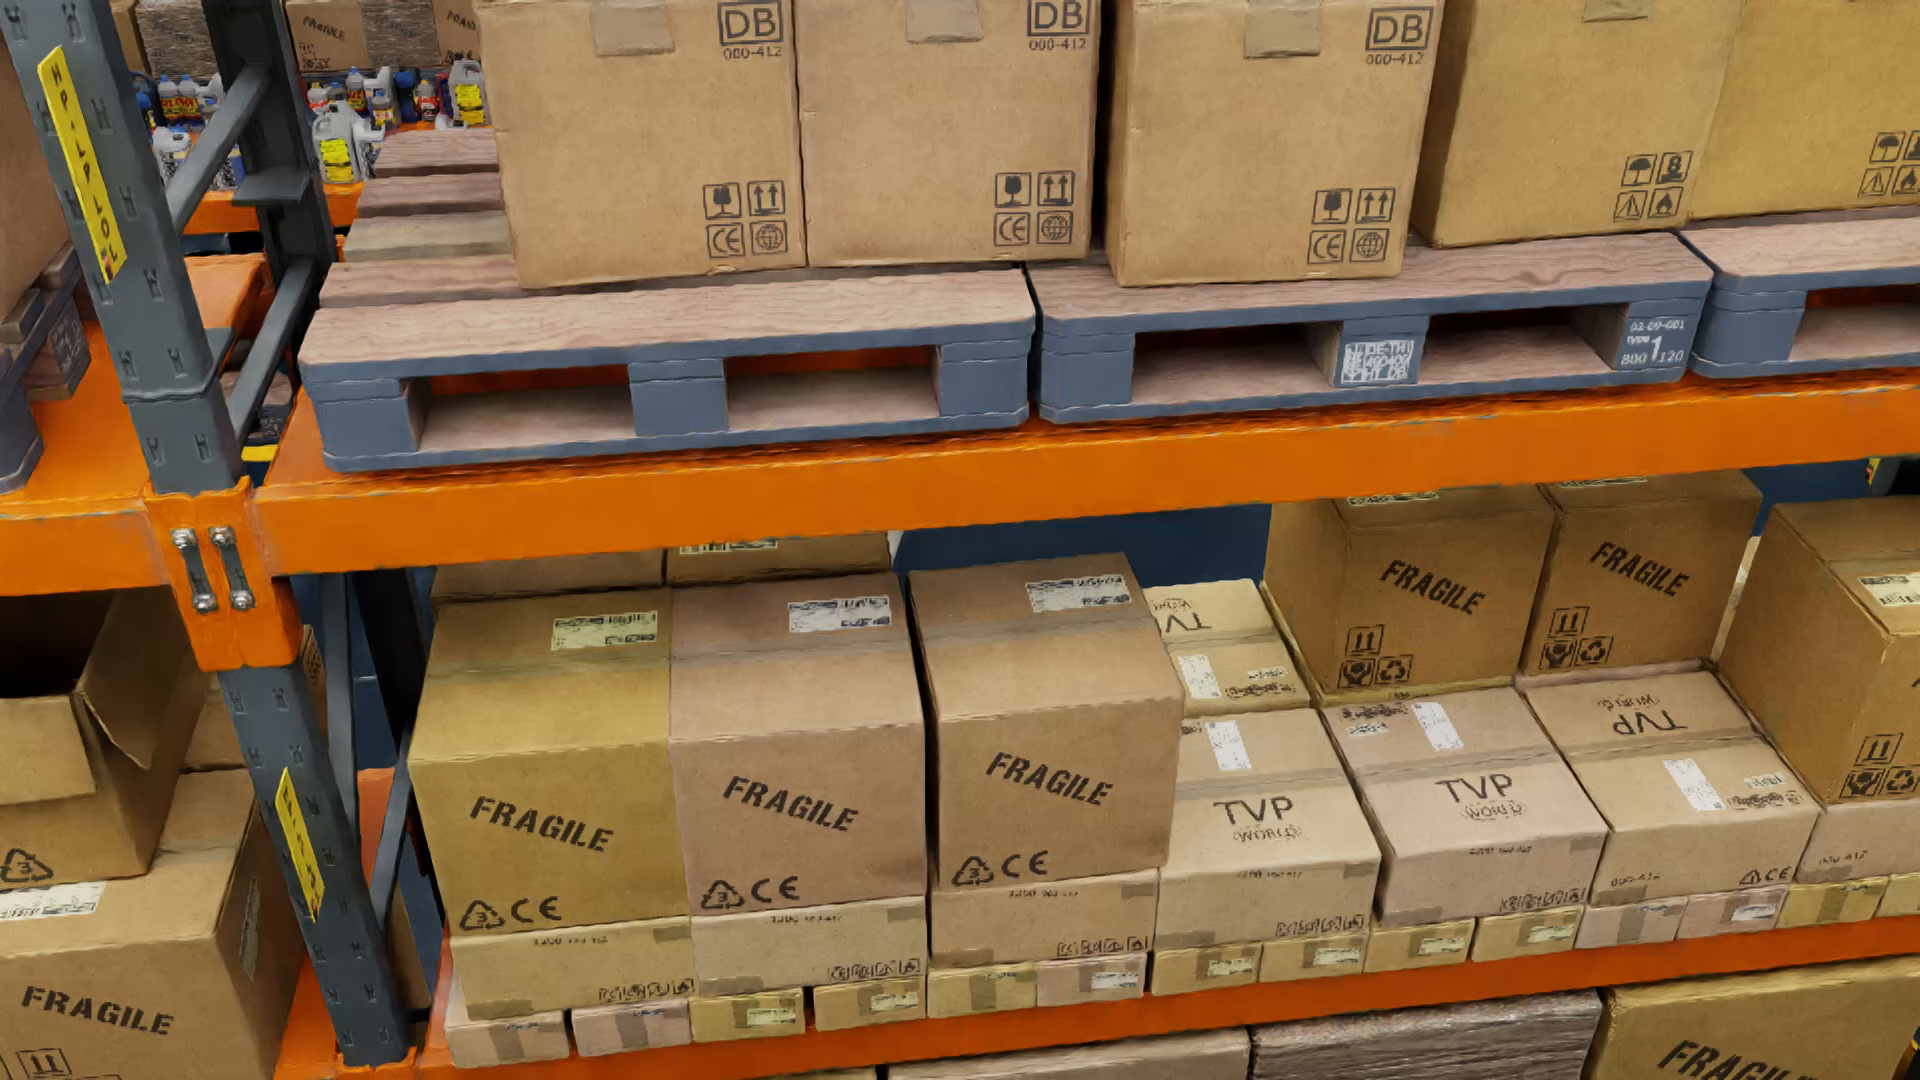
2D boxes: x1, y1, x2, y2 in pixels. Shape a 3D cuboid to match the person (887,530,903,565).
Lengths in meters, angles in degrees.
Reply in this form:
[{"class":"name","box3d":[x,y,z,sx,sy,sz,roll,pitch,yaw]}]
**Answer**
[{"class":"person","box3d":[-0.533,0.045,6.105,0.748,1.664,0.604,-15,38,-21]}]
